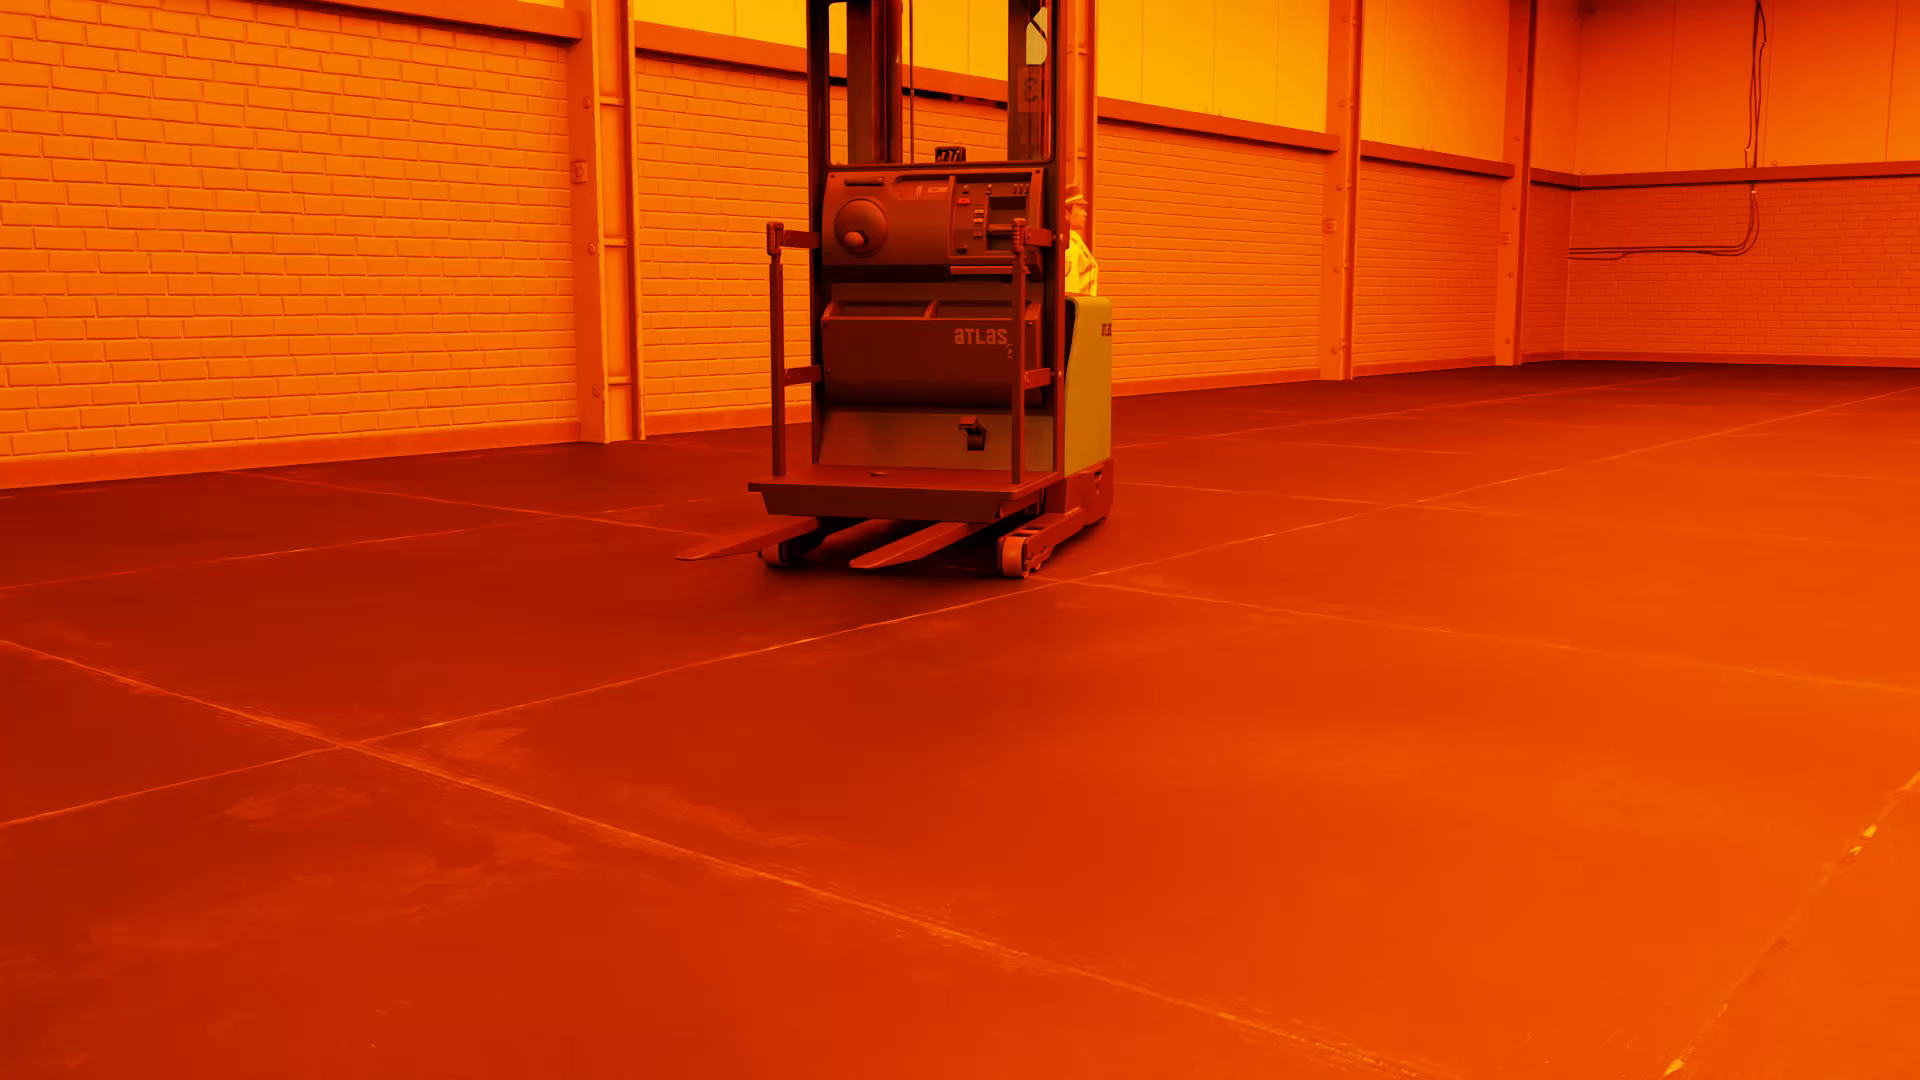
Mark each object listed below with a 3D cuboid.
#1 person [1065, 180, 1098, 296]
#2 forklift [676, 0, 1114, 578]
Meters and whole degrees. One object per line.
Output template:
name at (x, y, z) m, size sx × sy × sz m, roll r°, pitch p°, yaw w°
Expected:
person at (0.585, -1.088, 9.014) m, size 0.344 × 1.693 × 0.462 m, roll -1°, pitch 8°, yaw -7°
forklift at (-0.176, -1.366, 6.616) m, size 1.130 × 2.935 × 3.031 m, roll 3°, pitch 9°, yaw 17°
